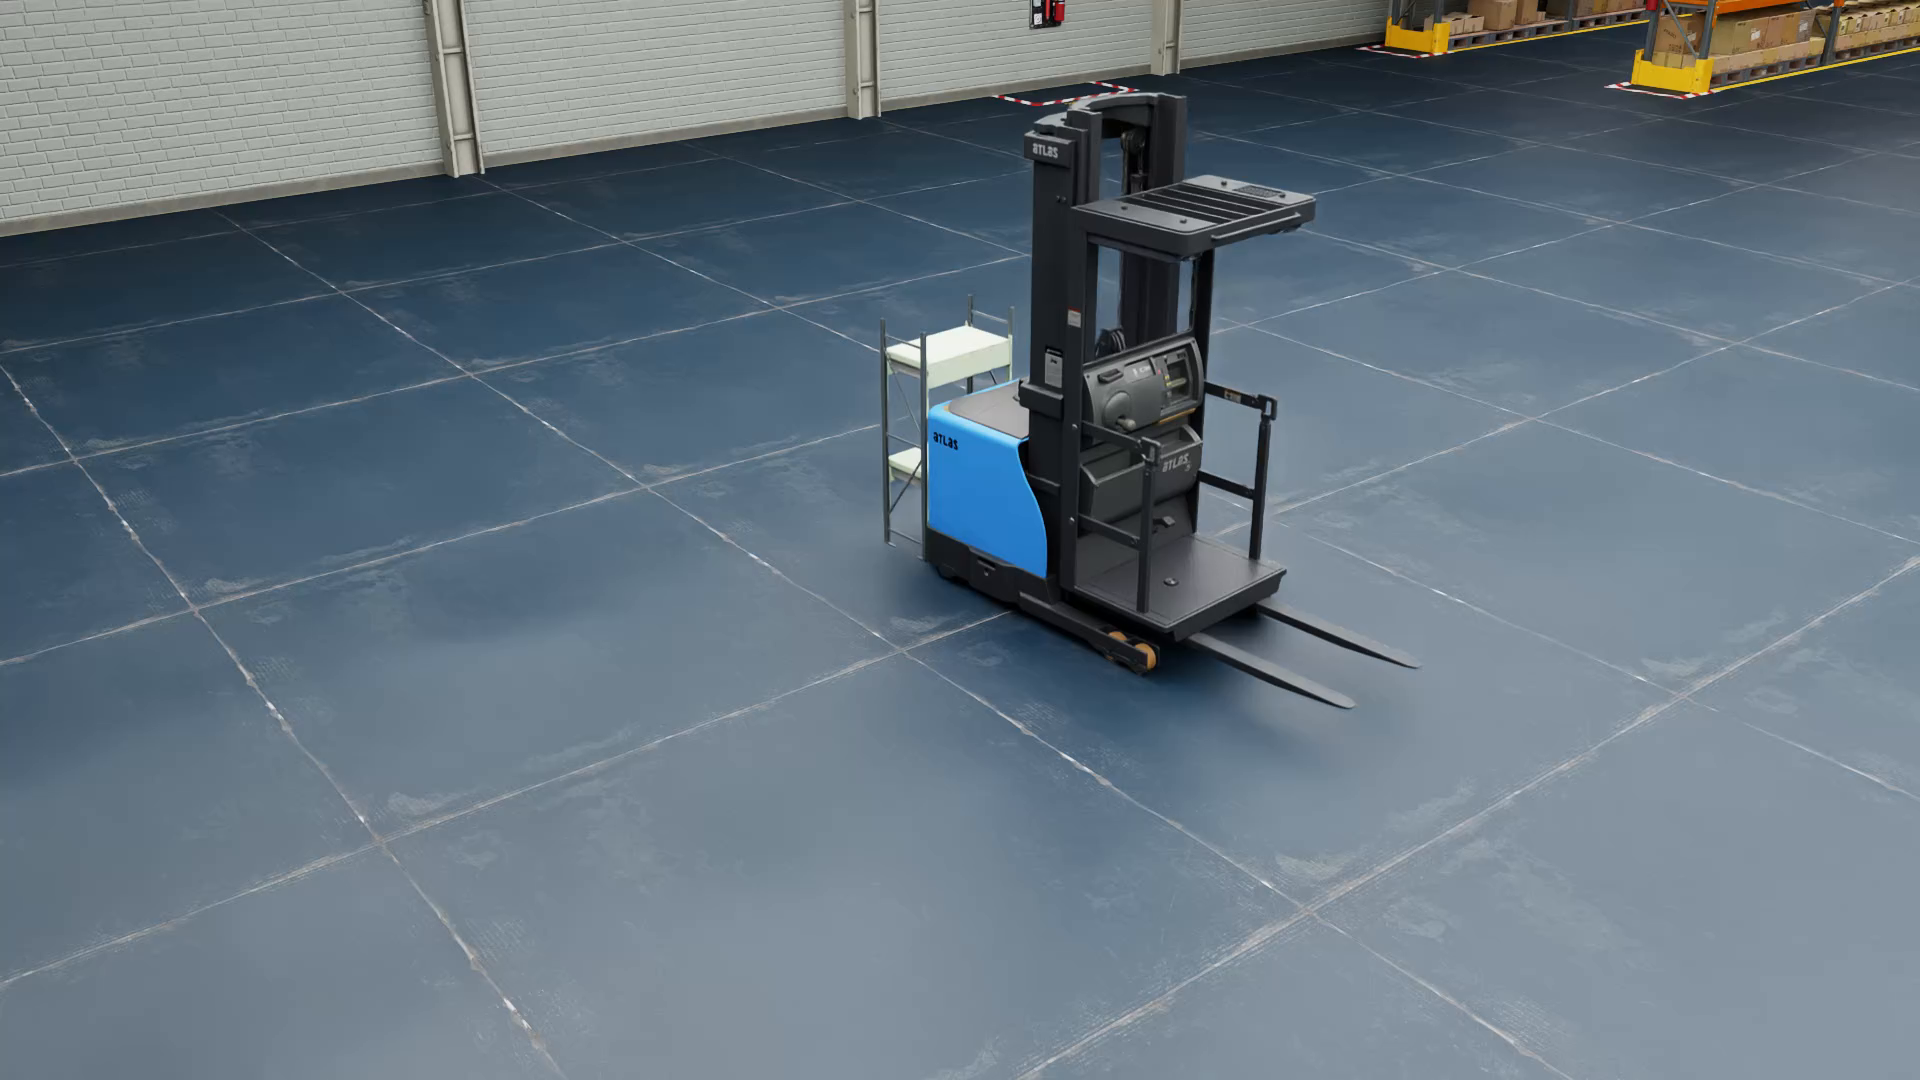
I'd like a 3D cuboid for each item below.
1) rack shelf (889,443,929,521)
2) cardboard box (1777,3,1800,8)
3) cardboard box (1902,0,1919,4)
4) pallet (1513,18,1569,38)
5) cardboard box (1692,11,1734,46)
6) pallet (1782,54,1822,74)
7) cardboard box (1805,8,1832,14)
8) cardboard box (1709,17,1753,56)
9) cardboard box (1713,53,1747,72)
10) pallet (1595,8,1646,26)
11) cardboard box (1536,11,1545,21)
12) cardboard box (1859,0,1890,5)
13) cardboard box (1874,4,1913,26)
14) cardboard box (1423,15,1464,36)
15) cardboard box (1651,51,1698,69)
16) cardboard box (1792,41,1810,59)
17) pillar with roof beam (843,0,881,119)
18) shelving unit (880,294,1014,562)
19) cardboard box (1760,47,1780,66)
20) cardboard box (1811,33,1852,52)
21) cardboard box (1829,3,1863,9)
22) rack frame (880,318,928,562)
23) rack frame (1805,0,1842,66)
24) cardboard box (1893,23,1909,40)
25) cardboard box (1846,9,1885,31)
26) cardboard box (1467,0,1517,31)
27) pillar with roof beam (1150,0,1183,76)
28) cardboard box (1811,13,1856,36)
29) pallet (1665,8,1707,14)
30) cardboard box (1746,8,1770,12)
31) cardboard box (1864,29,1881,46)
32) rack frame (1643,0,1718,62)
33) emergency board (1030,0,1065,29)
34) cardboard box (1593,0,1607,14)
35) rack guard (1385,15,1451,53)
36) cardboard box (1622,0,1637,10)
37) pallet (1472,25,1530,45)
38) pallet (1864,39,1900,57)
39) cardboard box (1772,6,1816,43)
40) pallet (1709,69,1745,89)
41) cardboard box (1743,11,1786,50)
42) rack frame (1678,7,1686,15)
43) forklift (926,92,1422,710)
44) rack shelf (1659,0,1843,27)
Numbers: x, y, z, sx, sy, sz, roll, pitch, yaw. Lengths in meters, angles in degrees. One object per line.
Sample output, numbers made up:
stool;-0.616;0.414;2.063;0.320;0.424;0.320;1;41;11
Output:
rack shelf;-0.077;-0.415;10.637;0.720;0.370;0.431;-22;33;-38
cardboard box;13.697;-8.752;27.922;0.500;0.500;0.500;-18;31;-34
cardboard box;17.142;-9.505;29.768;0.500;0.311;0.500;-17;30;-33
pallet;10.688;-9.675;31.346;1.213;0.211;1.003;-18;31;-34
cardboard box;12.123;-8.233;26.802;0.500;0.500;0.500;-18;31;-34
pallet;13.603;-8.028;27.798;1.213;0.211;1.003;-18;31;-34
cardboard box;14.802;-9.021;28.725;0.500;0.311;0.500;-17;30;-33
cardboard box;12.059;-7.926;26.142;0.500;0.500;0.500;-18;31;-34
cardboard box;12.057;-7.587;26.301;0.500;0.250;0.500;-18;31;-34
pallet;12.767;-10.382;32.870;1.213;0.211;1.003;-18;31;-34
cardboard box;10.792;-9.891;31.343;0.380;0.166;0.250;22;33;39
cardboard box;16.401;-9.544;29.854;0.500;0.311;0.500;-19;31;-35
cardboard box;16.338;-9.237;29.192;0.500;0.311;0.500;-18;31;-34
cardboard box;8.647;-9.217;29.717;0.500;0.311;0.500;-23;33;-40
cardboard box;11.347;-7.627;26.388;0.500;0.250;0.500;-18;31;-34
cardboard box;13.625;-8.110;27.428;0.500;0.250;0.500;-18;31;-34
pillar with roof beam;1.278;-8.733;18.878;0.400;9.000;9.100;-18;31;-34
shelving unit;-0.077;-0.711;10.500;0.755;1.500;0.431;-22;33;-38
cardboard box;12.848;-7.845;26.857;0.500;0.250;0.500;-18;31;-34
cardboard box;14.725;-8.452;28.165;0.500;0.250;0.500;-19;31;-35
cardboard box;15.594;-9.279;29.282;0.500;0.311;0.500;-19;31;-35
rack frame;-0.343;-0.605;10.273;0.023;1.500;0.400;-22;33;-38
rack frame;14.255;-9.486;27.626;0.127;3.000;1.000;-18;31;-34
cardboard box;16.338;-8.986;29.316;0.500;0.250;0.500;-17;30;-33
cardboard box;15.537;-8.971;28.619;0.500;0.311;0.500;-19;31;-36
cardboard box;9.704;-9.624;30.371;0.500;0.500;0.700;-21;32;-37
pillar with roof beam;5.999;-10.292;22.236;0.400;9.000;9.100;-18;31;-34
cardboard box;14.734;-8.708;28.052;0.500;0.311;0.500;-18;30;-34
pallet;15.010;-11.080;34.373;1.213;0.211;1.003;-18;31;-34
cardboard box;12.910;-8.493;27.363;0.500;0.500;0.500;-18;31;-34
cardboard box;15.534;-8.720;28.742;0.500;0.250;0.500;-19;31;-36
rack frame;11.107;-8.447;25.387;0.127;3.000;1.000;-18;31;-34
emergency board;1.375;-8.367;25.216;0.643;1.169;0.194;-18;31;-34
cardboard box;12.140;-10.539;32.342;0.500;0.500;0.700;-19;31;-35
rack guard;8.107;-8.973;29.490;0.348;0.500;1.175;-18;31;-34
cardboard box;12.958;-10.793;32.888;0.500;0.500;0.700;-18;31;-34
pallet;9.728;-9.356;30.659;1.213;0.211;1.003;-18;31;-34
pallet;15.771;-8.744;29.340;1.213;0.211;1.003;-18;31;-34
cardboard box;13.624;-8.450;27.271;0.500;0.500;0.500;-18;31;-34
pallet;11.683;-7.394;26.432;1.213;0.211;1.003;-18;31;-34
cardboard box;12.848;-8.184;26.699;0.500;0.500;0.500;-18;31;-34
rack frame;14.343;-12.165;33.399;0.127;3.000;1.000;-18;31;-34
forklift;1.169;-0.836;9.069;1.130;2.935;3.031;-22;33;-38
rack shelf;12.681;-8.640;26.658;4.000;0.370;1.077;-18;31;-34
